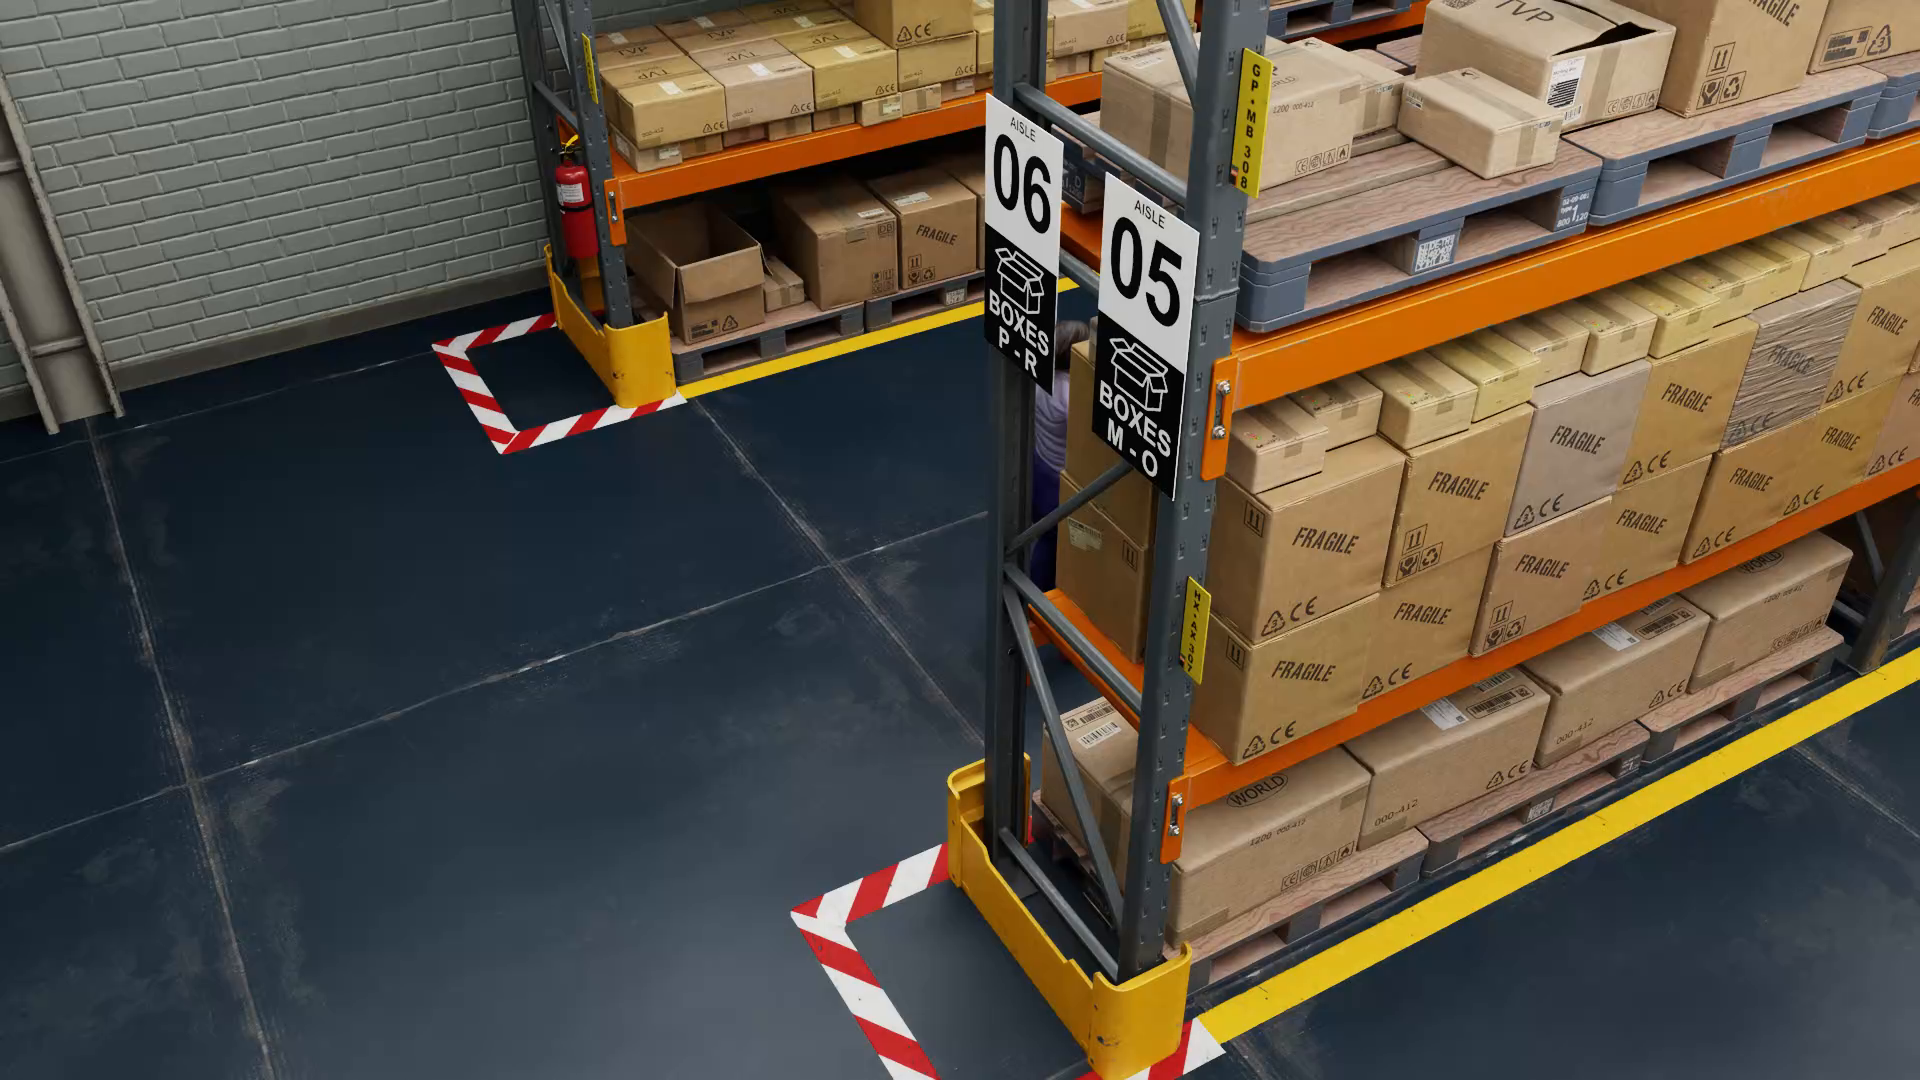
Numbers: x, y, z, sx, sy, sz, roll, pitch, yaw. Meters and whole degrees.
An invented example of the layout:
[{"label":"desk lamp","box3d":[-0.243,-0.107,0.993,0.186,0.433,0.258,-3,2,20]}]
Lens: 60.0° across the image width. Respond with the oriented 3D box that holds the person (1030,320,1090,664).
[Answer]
[{"label":"person","box3d":[0.510,-0.237,7.244,0.463,1.655,0.494,-20,41,-24]}]
